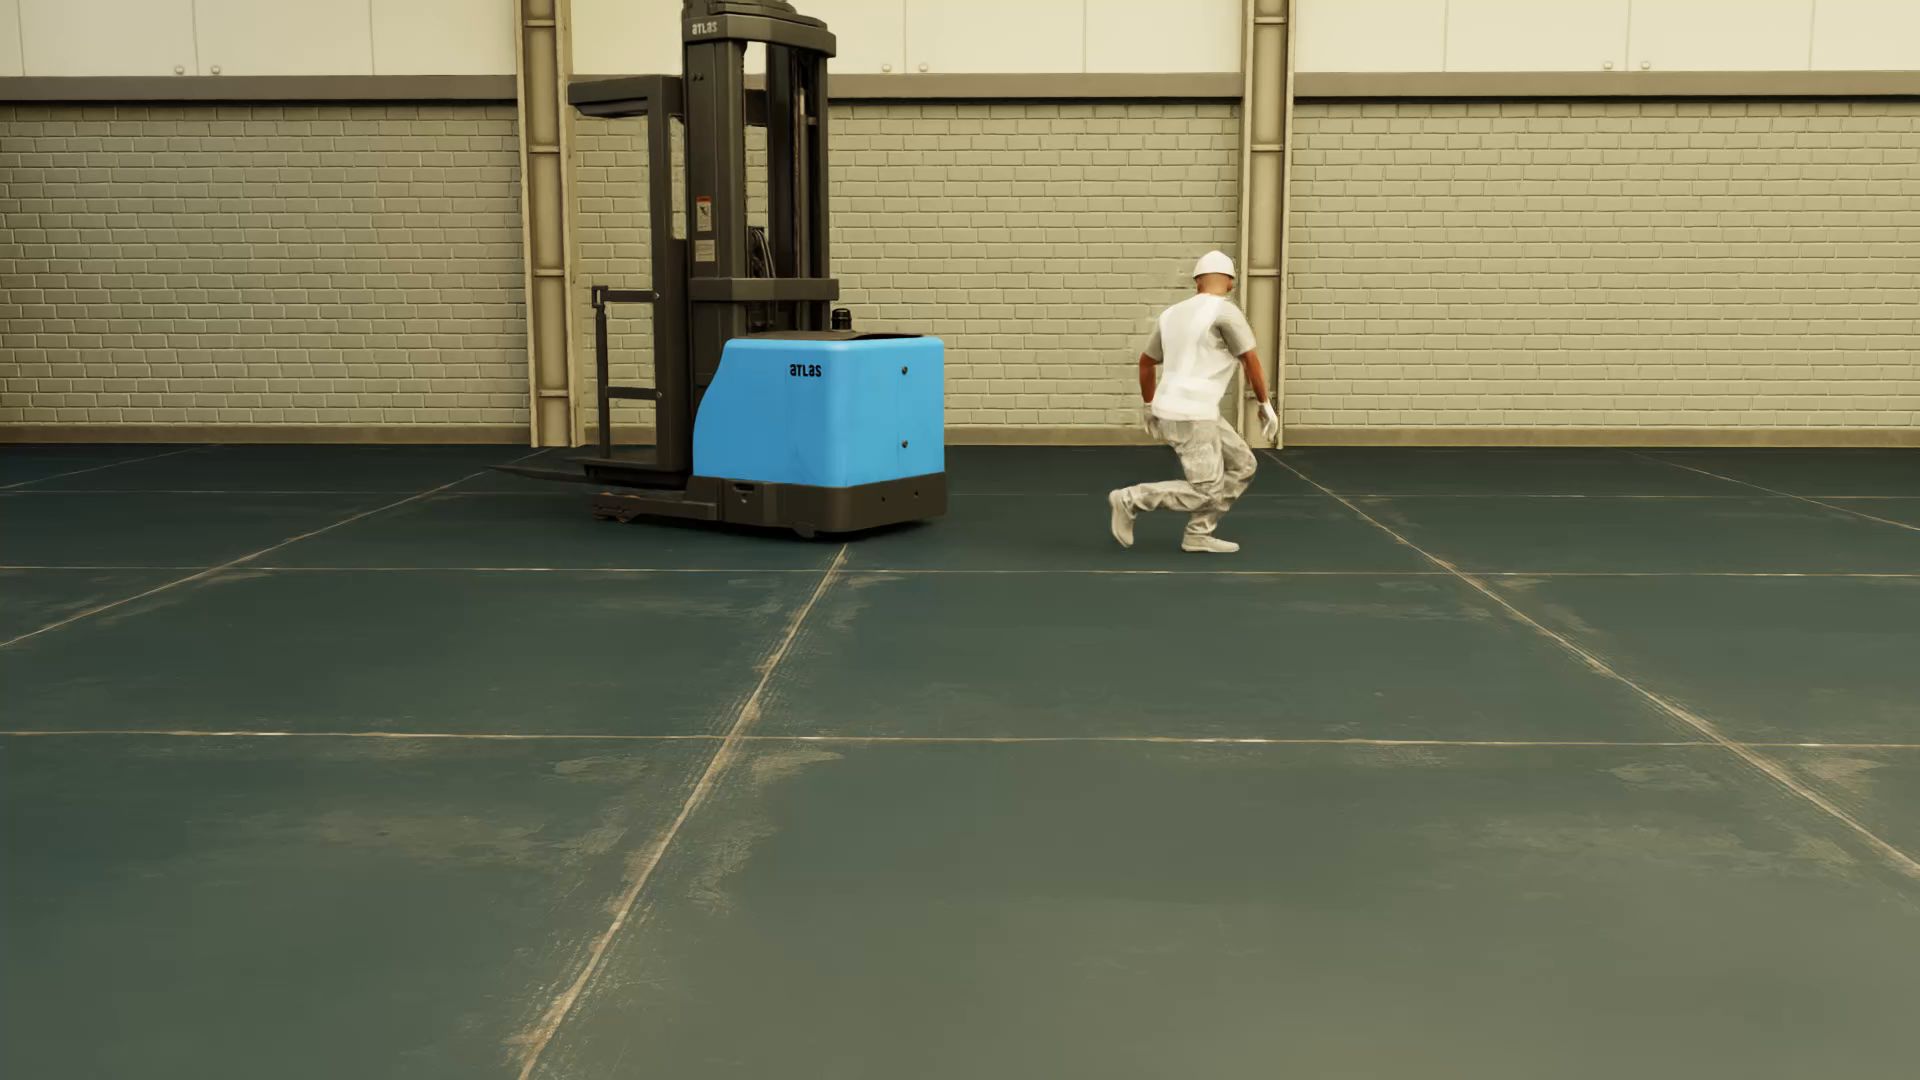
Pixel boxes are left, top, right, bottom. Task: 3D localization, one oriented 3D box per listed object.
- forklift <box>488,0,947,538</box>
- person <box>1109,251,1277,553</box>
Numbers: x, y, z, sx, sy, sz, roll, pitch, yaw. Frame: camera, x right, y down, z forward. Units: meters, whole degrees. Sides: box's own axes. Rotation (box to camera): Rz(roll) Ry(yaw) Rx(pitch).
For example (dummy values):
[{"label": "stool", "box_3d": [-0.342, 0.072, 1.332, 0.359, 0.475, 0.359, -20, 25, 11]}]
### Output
[{"label": "forklift", "box_3d": [-1.574, -1.606, 9.810, 3.031, 2.935, 1.130, 6, 11, 34]}, {"label": "person", "box_3d": [1.174, -0.699, 8.534, 0.827, 1.550, 0.679, 0, 9, -3]}]
